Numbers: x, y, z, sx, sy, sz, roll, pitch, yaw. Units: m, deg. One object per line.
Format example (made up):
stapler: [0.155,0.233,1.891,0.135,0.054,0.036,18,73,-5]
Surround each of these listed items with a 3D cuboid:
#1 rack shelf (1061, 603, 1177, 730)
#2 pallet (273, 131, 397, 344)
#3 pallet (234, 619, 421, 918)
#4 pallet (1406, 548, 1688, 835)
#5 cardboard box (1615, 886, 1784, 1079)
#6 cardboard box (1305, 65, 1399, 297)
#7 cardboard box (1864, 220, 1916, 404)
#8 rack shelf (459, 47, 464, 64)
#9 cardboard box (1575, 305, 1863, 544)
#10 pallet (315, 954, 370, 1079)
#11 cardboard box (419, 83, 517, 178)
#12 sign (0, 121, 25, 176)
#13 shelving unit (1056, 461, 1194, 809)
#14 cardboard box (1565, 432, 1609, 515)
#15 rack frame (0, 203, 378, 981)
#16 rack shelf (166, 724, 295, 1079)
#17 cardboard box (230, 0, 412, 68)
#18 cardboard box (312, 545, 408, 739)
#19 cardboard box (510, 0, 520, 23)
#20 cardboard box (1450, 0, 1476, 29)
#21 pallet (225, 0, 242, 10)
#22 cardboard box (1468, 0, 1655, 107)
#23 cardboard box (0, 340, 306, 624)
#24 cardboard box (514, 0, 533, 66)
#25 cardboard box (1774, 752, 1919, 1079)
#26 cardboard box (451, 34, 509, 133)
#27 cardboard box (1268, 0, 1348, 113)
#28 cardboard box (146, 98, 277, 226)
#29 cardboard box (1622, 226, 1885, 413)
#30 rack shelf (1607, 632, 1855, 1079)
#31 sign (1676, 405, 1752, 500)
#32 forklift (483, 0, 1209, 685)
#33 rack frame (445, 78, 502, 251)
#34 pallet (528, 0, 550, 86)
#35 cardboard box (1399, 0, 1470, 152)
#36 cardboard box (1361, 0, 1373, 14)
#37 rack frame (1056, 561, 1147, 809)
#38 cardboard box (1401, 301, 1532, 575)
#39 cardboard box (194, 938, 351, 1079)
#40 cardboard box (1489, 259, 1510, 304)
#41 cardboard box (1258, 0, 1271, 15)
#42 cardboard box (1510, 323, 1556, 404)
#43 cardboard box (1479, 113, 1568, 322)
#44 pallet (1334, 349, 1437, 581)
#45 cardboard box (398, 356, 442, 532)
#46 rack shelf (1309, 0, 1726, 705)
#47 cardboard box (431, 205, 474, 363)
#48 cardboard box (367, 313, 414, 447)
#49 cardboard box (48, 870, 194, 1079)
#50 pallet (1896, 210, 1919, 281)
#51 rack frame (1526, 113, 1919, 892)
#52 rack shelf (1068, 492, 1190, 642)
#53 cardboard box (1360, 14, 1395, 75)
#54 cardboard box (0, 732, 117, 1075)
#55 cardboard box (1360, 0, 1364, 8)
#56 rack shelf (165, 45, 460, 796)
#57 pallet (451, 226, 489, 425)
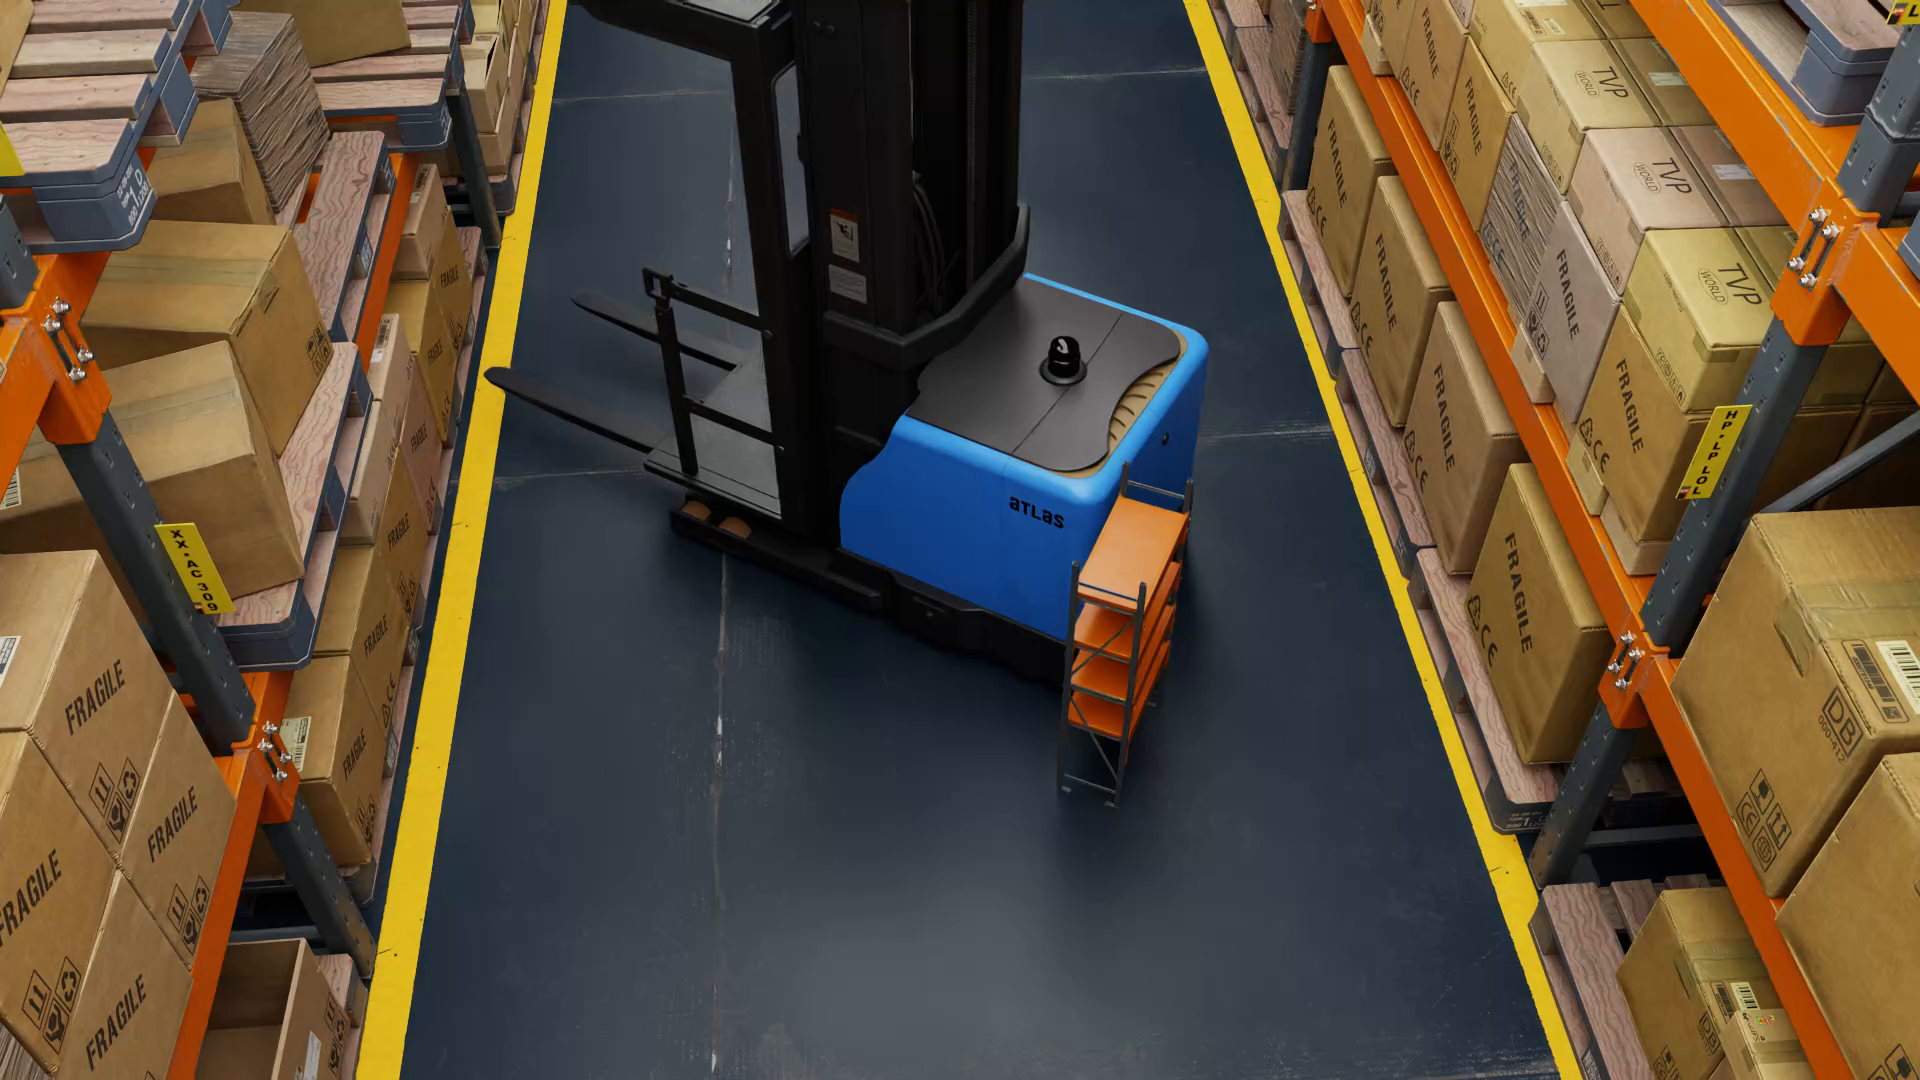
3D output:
rack shelf: [0.556,0.399,5.775,0.258,0.148,0.480,17,49,15]
pallet: [-2.618,-1.010,5.909,1.003,0.211,1.213,-3,47,-3]
pallet: [-2.556,0.784,5.999,1.003,0.211,1.213,-3,47,-3]
pallet: [2.346,0.513,6.256,1.003,0.211,1.213,-3,47,-3]
cardboard box: [2.446,1.370,4.956,0.700,0.500,0.500,-3,47,-3]
cardboard box: [2.081,-1.652,7.576,0.750,0.750,0.750,-4,47,-4]
cardboard box: [2.706,-0.643,4.625,0.500,0.250,0.500,-2,47,-2]
rack shelf: [-2.953,-3.683,8.804,1.077,0.370,4.000,-3,47,-3]
cardboard box: [2.195,-0.355,4.869,0.500,0.500,0.500,-4,47,-4]
pallet: [-2.394,1.867,4.973,1.003,0.211,1.213,-3,47,-3]
cardboard box: [-2.537,-2.079,8.394,0.500,0.250,0.500,-4,47,-3]
sign: [-1.911,-0.837,3.191,0.100,0.325,0.005,-3,47,-3]
shelving unit: [0.556,0.353,5.726,0.258,1.200,0.503,17,49,15]
cardboard box: [2.130,-0.222,5.190,0.380,0.149,0.250,-3,47,-3]
rack frame: [-2.451,0.411,4.431,1.000,3.000,0.127,-3,47,-3]
rack shelf: [-2.283,2.106,3.322,1.077,0.370,4.000,-3,47,-3]
cardboard box: [-2.620,-2.213,6.558,0.700,0.500,0.500,-18,49,-16]
cardboard box: [-2.304,0.369,5.889,0.500,0.500,0.500,-3,47,-3]
cardboard box: [-2.630,-3.020,8.899,0.500,0.311,0.500,-5,47,-4]
cardboard box: [2.023,-2.094,5.999,0.500,0.250,0.500,-3,47,-3]
pallet: [-2.525,-1.782,4.572,1.213,0.211,1.003,-3,47,-3]
cardboard box: [2.072,-1.725,5.650,0.500,0.250,0.500,-4,47,-4]
cardboard box: [-2.267,-0.124,4.580,0.700,0.500,0.500,-18,49,-16]
cardboard box: [-2.629,-2.818,9.094,0.500,0.250,0.500,-5,47,-4]
cardboard box: [2.570,0.926,3.737,0.980,0.700,0.700,-5,47,-4]
cardboard box: [-2.537,-2.271,8.190,0.500,0.311,0.500,-2,47,-2]
cardboard box: [2.038,-2.596,8.698,0.700,0.500,0.500,-3,47,-3]
cardboard box: [-2.660,-1.042,5.449,0.700,0.500,0.500,-14,48,-13]
cardboard box: [2.191,-0.616,4.600,0.500,0.250,0.500,-2,47,-2]
rack shelf: [2.653,1.802,3.610,1.077,0.370,4.000,-3,47,-3]
sign: [1.945,-0.224,4.289,0.100,0.325,0.005,-3,47,-3]
forklift: [-0.604,-1.250,6.052,3.031,2.935,1.130,22,50,20]
rack frame: [-2.786,-2.483,7.172,1.000,3.000,0.127,-3,47,-3]
pallet: [-2.915,-3.003,9.585,1.003,0.211,1.213,-3,47,-3]
cardboard box: [2.011,-1.825,6.261,0.500,0.500,0.500,-4,47,-3]
cardboard box: [1.936,-2.563,6.961,0.500,0.500,0.500,-2,47,-2]
rack frame: [0.462,0.516,5.571,0.240,1.200,0.015,17,49,15]
cardboard box: [2.224,-0.403,6.394,0.750,0.750,0.750,-2,47,-2]
cardboard box: [-2.120,1.514,4.805,0.500,0.500,0.500,-3,47,-3]
cardboard box: [2.112,-0.962,5.891,0.380,0.149,0.250,-5,47,-4]
cardboard box: [2.041,-3.334,9.396,0.700,0.500,0.500,-4,47,-4]
cardboard box: [2.073,-0.599,5.547,0.380,0.149,0.250,-3,47,-3]
cardboard box: [2.109,-1.087,5.563,0.500,0.500,0.500,-3,47,-3]
pallet: [2.240,-0.372,7.094,1.003,0.211,1.213,-3,47,-3]
cardboard box: [-2.380,-0.358,6.579,0.500,0.500,0.500,-5,47,-5]
rack shelf: [2.318,-1.092,6.350,1.077,0.370,4.000,-3,47,-3]
cardboard box: [-2.473,-1.112,7.293,0.500,0.500,0.500,-2,47,-2]
cardboard box: [-2.375,-0.590,6.281,0.500,0.250,0.500,-4,47,-4]
cardboard box: [-2.109,1.096,3.714,0.500,0.500,0.500,-2,47,-2]
pallet: [2.543,-0.301,3.101,1.003,0.211,1.213,-3,47,-3]
rack frame: [2.485,0.107,4.719,1.000,3.000,0.127,-3,47,-3]
rack shelf: [0.556,0.083,5.441,0.258,0.148,0.480,17,49,15]
cardboard box: [1.898,-2.075,6.945,0.380,0.149,0.250,-2,47,-2]
cardboard box: [-2.105,0.754,3.349,0.500,0.500,0.500,-4,47,-4]
cardboard box: [1.947,-2.455,7.305,0.380,0.149,0.250,-4,47,-4]
rack shelf: [-2.618,-0.788,6.063,1.077,0.370,4.000,-3,47,-3]
pallet: [-2.761,-0.982,7.671,1.003,0.211,1.213,-3,47,-3]
